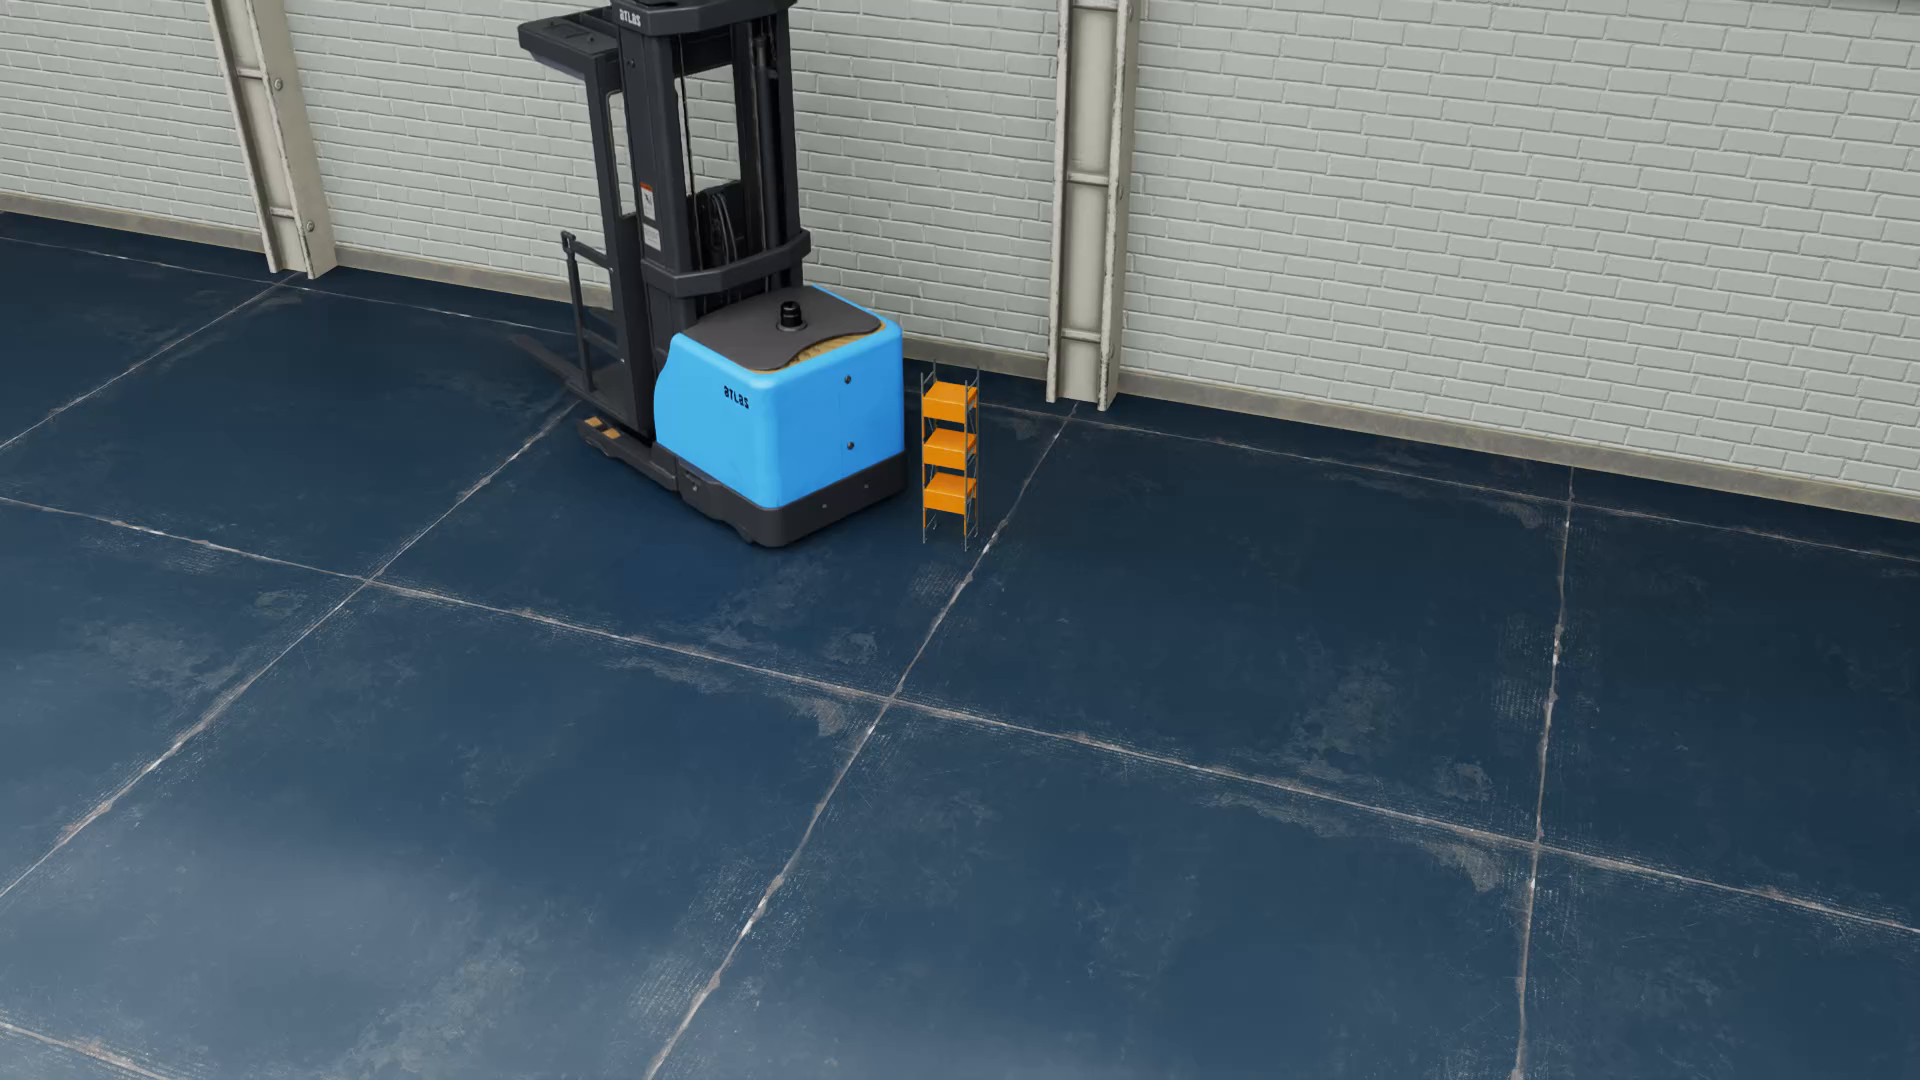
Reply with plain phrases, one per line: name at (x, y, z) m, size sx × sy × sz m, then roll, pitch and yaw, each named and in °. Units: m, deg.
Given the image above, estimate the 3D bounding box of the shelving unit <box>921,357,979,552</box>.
shelving unit at (-0.050, -0.451, 8.948) m, size 0.252 × 1.050 × 0.215 m, roll 11°, pitch 34°, yaw 16°

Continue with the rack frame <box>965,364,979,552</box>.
rack frame at (0.064, -0.429, 8.914) m, size 0.008 × 1.050 × 0.200 m, roll 11°, pitch 34°, yaw 16°

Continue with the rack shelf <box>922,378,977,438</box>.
rack shelf at (-0.050, -0.680, 8.800) m, size 0.240 × 0.259 × 0.215 m, roll 11°, pitch 34°, yaw 16°

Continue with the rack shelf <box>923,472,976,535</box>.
rack shelf at (-0.050, -0.208, 9.105) m, size 0.240 × 0.259 × 0.215 m, roll 11°, pitch 34°, yaw 16°

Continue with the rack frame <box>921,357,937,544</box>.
rack frame at (-0.165, -0.473, 8.983) m, size 0.008 × 1.050 × 0.200 m, roll 11°, pitch 34°, yaw 16°

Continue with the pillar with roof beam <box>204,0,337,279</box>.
pillar with roof beam at (-6.316, -3.606, 6.507) m, size 0.400 × 9.000 × 9.100 m, roll 11°, pitch 34°, yaw 16°

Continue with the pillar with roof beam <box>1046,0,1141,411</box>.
pillar with roof beam at (-0.668, -2.508, 4.806) m, size 0.400 × 9.000 × 9.100 m, roll 11°, pitch 34°, yaw 16°

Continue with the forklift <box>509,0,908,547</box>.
forklift at (-1.673, -1.901, 9.460) m, size 1.130 × 2.935 × 3.031 m, roll -27°, pitch 42°, yaw -35°

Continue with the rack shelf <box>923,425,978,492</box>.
rack shelf at (-0.050, -0.442, 8.954) m, size 0.240 × 0.259 × 0.215 m, roll 11°, pitch 34°, yaw 16°
